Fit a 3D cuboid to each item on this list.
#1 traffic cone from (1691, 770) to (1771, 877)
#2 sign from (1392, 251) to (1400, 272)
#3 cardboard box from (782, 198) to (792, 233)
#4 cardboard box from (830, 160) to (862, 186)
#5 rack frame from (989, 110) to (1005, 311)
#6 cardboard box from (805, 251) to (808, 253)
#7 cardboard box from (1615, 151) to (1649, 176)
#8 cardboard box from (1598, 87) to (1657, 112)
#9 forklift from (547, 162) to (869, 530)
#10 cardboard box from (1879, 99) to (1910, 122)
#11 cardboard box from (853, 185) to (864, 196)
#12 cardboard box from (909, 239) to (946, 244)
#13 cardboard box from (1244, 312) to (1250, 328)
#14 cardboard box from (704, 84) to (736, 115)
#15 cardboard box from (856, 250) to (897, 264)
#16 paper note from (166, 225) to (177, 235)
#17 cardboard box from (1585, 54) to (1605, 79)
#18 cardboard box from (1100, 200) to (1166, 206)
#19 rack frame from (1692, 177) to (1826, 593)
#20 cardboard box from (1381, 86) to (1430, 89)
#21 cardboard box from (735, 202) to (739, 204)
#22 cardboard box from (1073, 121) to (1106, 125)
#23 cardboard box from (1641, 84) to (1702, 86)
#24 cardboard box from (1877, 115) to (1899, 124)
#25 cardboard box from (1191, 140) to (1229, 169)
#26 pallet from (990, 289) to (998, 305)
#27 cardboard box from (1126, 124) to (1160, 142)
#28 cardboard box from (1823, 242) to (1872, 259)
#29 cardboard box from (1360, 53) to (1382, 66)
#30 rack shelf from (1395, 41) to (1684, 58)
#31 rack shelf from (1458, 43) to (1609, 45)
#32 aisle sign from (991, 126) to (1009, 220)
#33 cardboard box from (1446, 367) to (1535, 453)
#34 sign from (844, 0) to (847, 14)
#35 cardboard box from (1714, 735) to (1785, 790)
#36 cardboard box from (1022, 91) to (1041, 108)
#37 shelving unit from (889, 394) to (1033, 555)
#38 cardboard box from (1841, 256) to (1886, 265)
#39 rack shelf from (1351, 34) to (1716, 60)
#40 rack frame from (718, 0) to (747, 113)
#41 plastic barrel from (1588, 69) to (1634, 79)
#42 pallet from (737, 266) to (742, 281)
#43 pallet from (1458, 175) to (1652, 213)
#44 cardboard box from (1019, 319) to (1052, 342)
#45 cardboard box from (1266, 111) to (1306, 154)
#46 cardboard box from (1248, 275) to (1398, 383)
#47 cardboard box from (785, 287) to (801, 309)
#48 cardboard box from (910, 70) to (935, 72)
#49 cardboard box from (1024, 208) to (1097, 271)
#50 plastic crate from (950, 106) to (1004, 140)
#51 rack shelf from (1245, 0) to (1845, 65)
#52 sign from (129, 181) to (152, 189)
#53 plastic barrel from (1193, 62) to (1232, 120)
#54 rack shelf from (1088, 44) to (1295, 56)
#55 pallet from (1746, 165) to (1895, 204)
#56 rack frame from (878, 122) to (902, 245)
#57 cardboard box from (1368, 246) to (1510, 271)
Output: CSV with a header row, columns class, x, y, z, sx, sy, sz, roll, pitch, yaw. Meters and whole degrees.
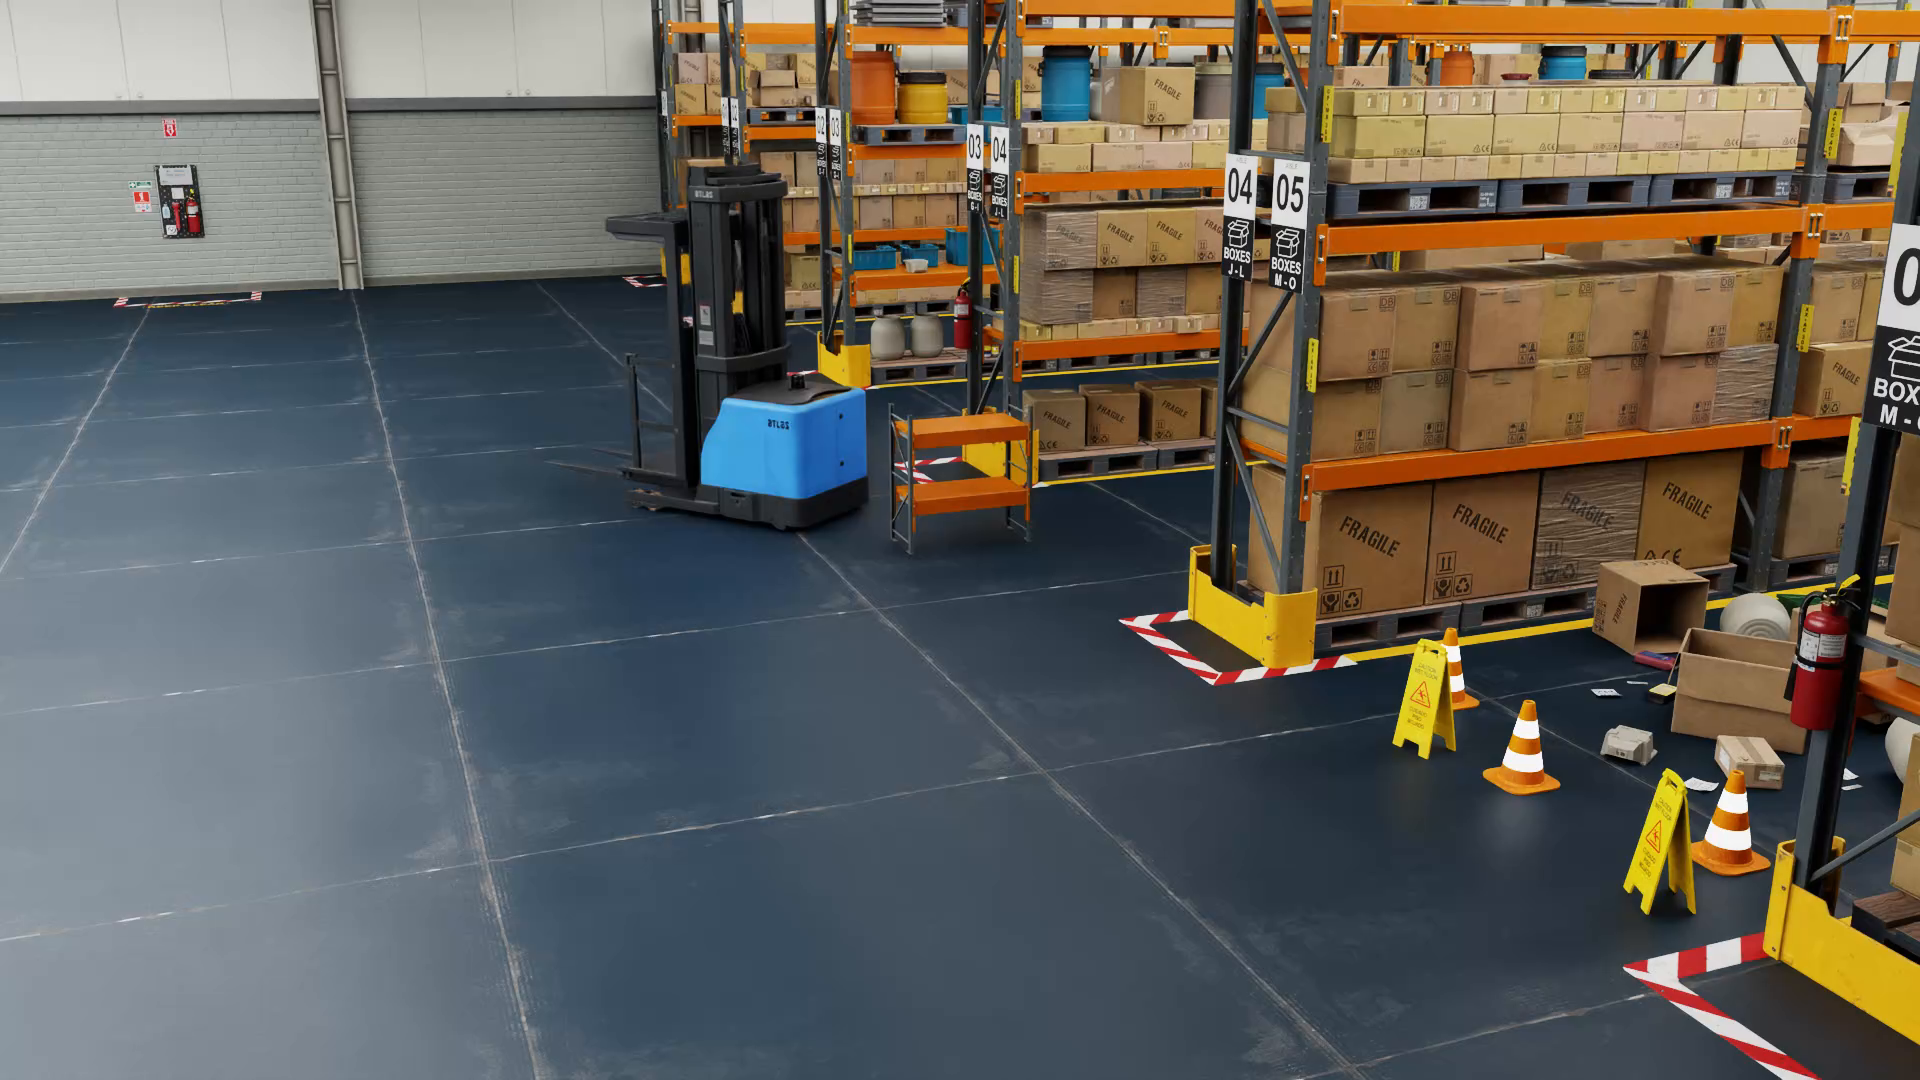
class,x,y,z,sx,sy,sz,roll,pitch,yaw
traffic cone,3.789,1.354,8.166,0.334,0.463,0.336,-6,17,-20
sign,4.239,-2.764,16.152,0.005,0.325,0.100,-6,17,-20
cardboard box,-2.798,-4.786,24.395,0.500,0.500,0.700,-6,17,-20
cardboard box,-1.789,-5.519,24.590,0.500,0.500,0.700,-6,17,-20
rack frame,0.497,-5.098,25.634,0.127,3.000,1.000,-6,17,-20
cardboard box,-2.780,-5.088,29.880,0.250,0.149,0.380,-8,18,-25
cardboard box,4.304,-2.494,10.968,0.250,0.149,0.380,-6,18,-21
cardboard box,4.312,-2.879,10.862,0.250,0.149,0.380,-6,18,-21
forklift,-2.323,-1.774,14.436,3.031,2.935,1.130,9,19,29
cardboard box,10.452,-4.809,18.739,0.500,0.311,0.500,-7,18,-22
cardboard box,-1.593,-5.167,24.541,0.250,0.149,0.380,-6,18,-21
cardboard box,-0.598,-5.491,30.629,0.500,0.500,0.700,-6,17,-18
cardboard box,2.757,-2.158,16.071,0.250,0.149,0.380,-6,17,-20
cardboard box,-4.099,-7.507,28.301,0.500,0.500,0.500,-5,17,-16
cardboard box,-1.256,-4.083,24.981,0.500,0.500,0.500,-6,17,-20
paper note,-12.784,-5.029,26.964,0.142,0.148,0.016,-6,17,-20
cardboard box,10.731,-8.190,28.890,0.500,0.500,0.700,-6,17,-20
cardboard box,1.661,-2.980,15.943,0.500,0.500,0.500,-6,17,-20
rack frame,5.718,-1.176,12.279,0.127,3.000,1.000,-6,17,-20
cardboard box,2.891,-2.924,11.015,0.250,0.149,0.380,-6,17,-19
cardboard box,-3.965,-5.957,28.790,0.500,0.250,0.500,-7,18,-22
cardboard box,1.178,-3.840,15.585,0.250,0.149,0.380,-6,17,-20
cardboard box,5.019,-3.153,11.797,0.250,0.149,0.380,-6,18,-21
cardboard box,7.276,-3.056,12.594,0.500,0.311,0.500,-7,18,-22
cardboard box,2.273,-3.592,15.449,0.500,0.250,0.500,-6,17,-18
pallet,1.171,-3.844,26.315,1.213,0.211,1.003,-6,17,-20
cardboard box,1.619,-3.704,15.122,0.250,0.149,0.380,-6,17,-20
cardboard box,9.750,-3.075,18.567,0.500,0.500,0.500,-6,17,-20
cardboard box,7.894,-9.287,32.587,0.500,0.500,0.500,-6,17,-20
rack shelf,7.868,-6.740,22.567,4.000,0.370,1.077,-6,17,-20
rack shelf,9.835,-8.638,28.324,4.000,0.370,1.077,-6,17,-20
aisle sign,0.352,-3.250,14.728,0.004,0.787,0.394,-6,17,-20
cardboard box,3.387,-0.978,11.340,0.550,0.550,0.875,-6,17,-20
sign,-1.277,-6.024,18.511,0.005,0.325,0.100,-6,17,-20
cardboard box,4.349,1.224,9.166,0.250,0.149,0.380,3,17,9
cardboard box,1.075,-6.726,25.376,0.500,0.250,0.500,-4,17,-14
shelving unit,0.006,-0.540,13.442,1.048,1.125,0.538,-6,17,-20
cardboard box,7.131,-1.858,12.651,0.500,0.500,0.700,-6,17,-20
rack shelf,5.905,-5.034,16.756,4.000,0.370,1.077,-6,17,-20
rack frame,-3.238,-7.573,23.415,0.127,3.000,1.000,-6,17,-20
plastic barrel,8.956,-6.186,22.938,0.600,0.588,0.600,0,16,0
pallet,-4.172,-4.740,29.364,1.213,0.211,1.003,-6,17,-20
pallet,3.813,-2.371,11.182,1.213,0.211,1.003,-6,17,-20
cardboard box,0.654,-1.933,15.303,0.250,0.149,0.380,-6,17,-20
cardboard box,2.340,-2.655,10.807,0.500,0.250,0.500,-6,17,-19
cardboard box,2.344,-1.390,10.825,0.550,0.550,0.875,-6,17,-20
cardboard box,-2.658,-3.572,24.574,0.500,0.250,0.500,-6,17,-20
cardboard box,-0.740,-8.123,29.691,0.500,0.500,0.500,-4,17,-12
cardboard box,0.914,-2.742,15.132,0.500,0.500,0.500,-6,17,-20
plastic crate,0.203,-5.094,20.326,0.575,0.384,0.392,-6,17,-20
rack shelf,3.851,-3.316,10.904,4.000,0.370,1.077,-6,17,-20
sign,-13.140,-5.692,26.655,0.331,0.109,0.001,-6,17,-20
plastic barrel,3.274,-5.648,21.295,0.600,0.901,0.600,0,16,0
rack shelf,4.323,-9.347,31.443,4.000,0.370,1.077,-6,17,-20
pallet,6.557,-2.629,12.242,1.217,0.209,0.805,-7,18,-22
rack frame,-1.279,-6.401,30.071,0.127,3.000,1.000,-6,17,-20
cardboard box,4.830,-3.024,16.761,1.000,1.000,1.000,-6,17,-20
